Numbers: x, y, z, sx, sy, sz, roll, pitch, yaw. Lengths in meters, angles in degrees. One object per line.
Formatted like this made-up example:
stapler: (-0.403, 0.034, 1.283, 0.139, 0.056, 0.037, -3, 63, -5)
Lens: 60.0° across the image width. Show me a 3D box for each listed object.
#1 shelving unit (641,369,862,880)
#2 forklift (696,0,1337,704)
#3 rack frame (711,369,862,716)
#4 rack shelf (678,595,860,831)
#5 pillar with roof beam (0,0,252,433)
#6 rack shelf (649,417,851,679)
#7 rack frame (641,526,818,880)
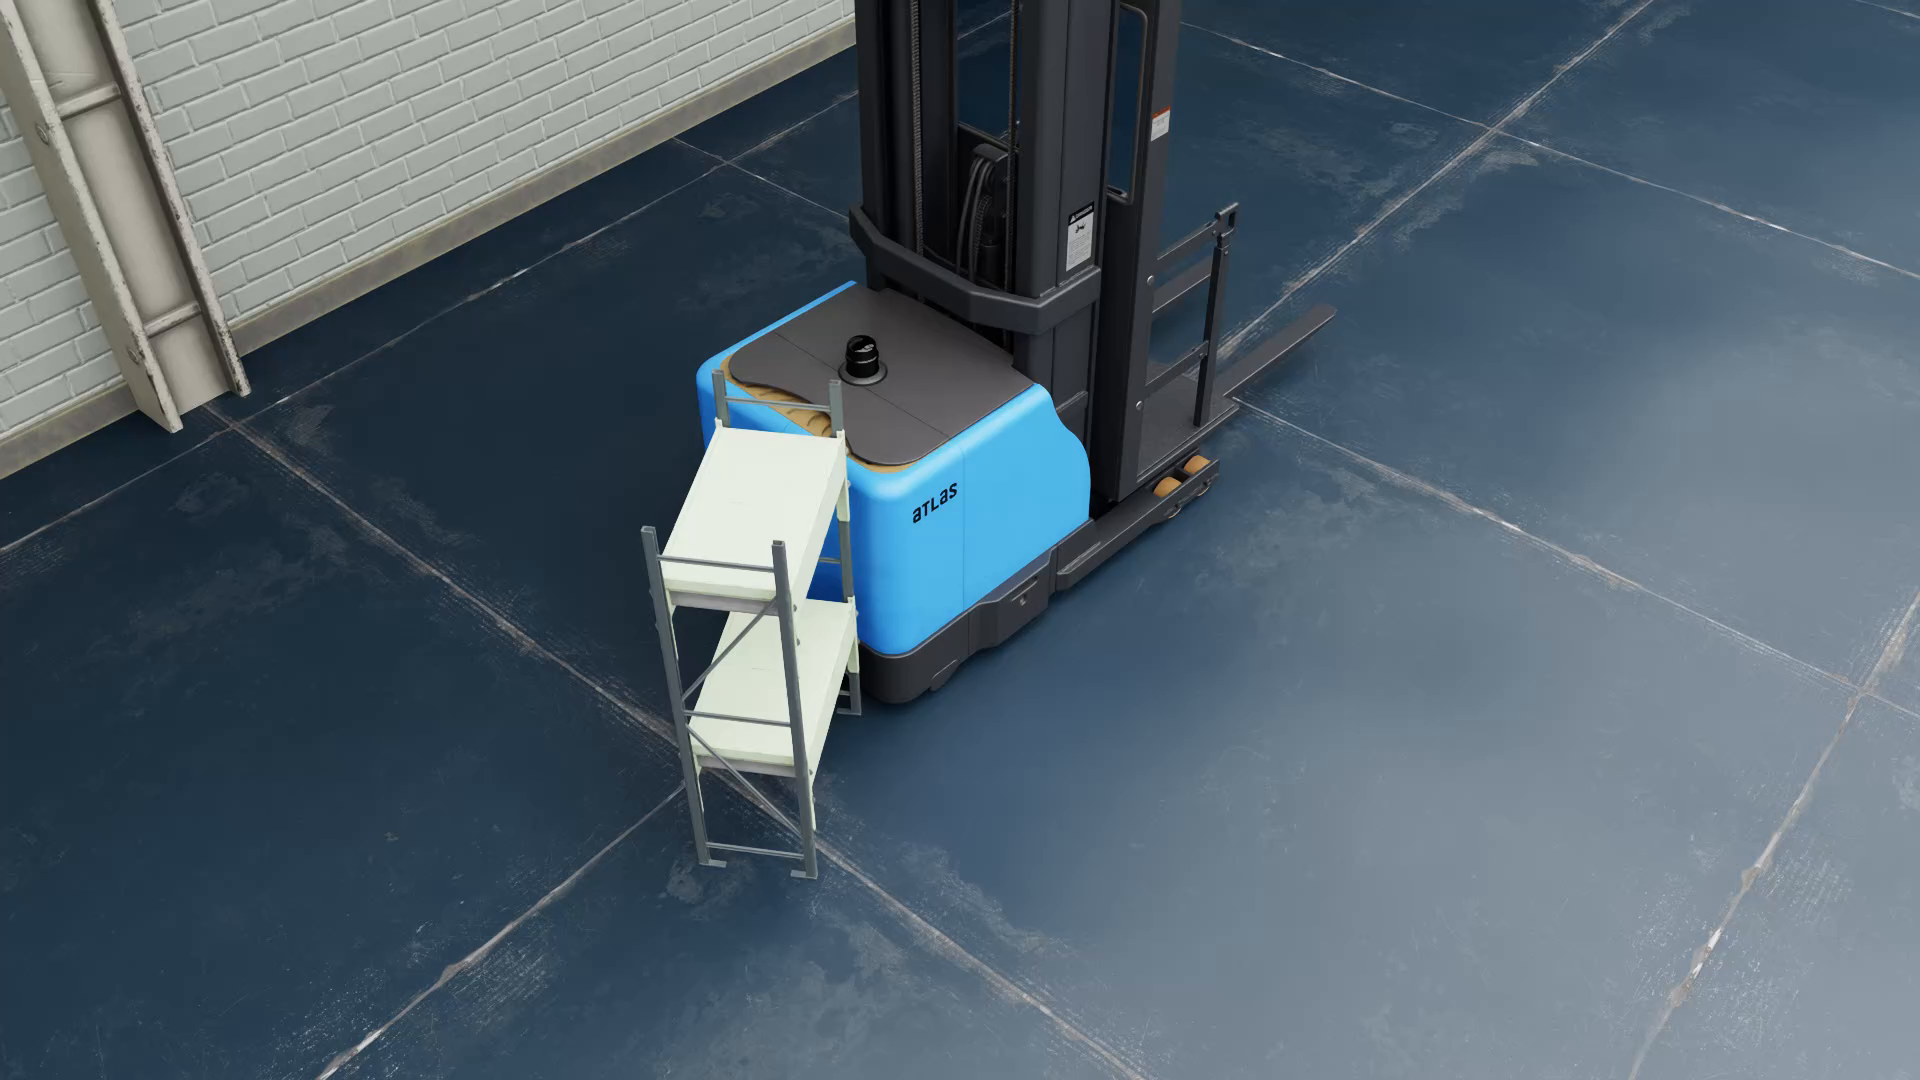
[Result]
shelving unit: (-0.616, 0.301, 5.303, 0.431, 1.500, 0.755, 6, 43, 7)
forklift: (0.435, -1.391, 6.101, 1.130, 2.935, 3.031, 33, 51, 31)
rack frame: (-0.559, 0.058, 5.571, 0.400, 1.500, 0.023, 6, 43, 7)
rack shelf: (-0.615, 0.542, 5.523, 0.431, 0.370, 0.720, 6, 43, 7)
pillar with roof beam: (-0.136, -2.099, 2.370, 9.100, 9.000, 0.400, 29, 50, 28)
rack shelf: (-0.617, 0.012, 5.041, 0.431, 0.370, 0.720, 6, 43, 7)
rack frame: (-0.673, 0.544, 5.036, 0.400, 1.500, 0.023, 6, 43, 7)
